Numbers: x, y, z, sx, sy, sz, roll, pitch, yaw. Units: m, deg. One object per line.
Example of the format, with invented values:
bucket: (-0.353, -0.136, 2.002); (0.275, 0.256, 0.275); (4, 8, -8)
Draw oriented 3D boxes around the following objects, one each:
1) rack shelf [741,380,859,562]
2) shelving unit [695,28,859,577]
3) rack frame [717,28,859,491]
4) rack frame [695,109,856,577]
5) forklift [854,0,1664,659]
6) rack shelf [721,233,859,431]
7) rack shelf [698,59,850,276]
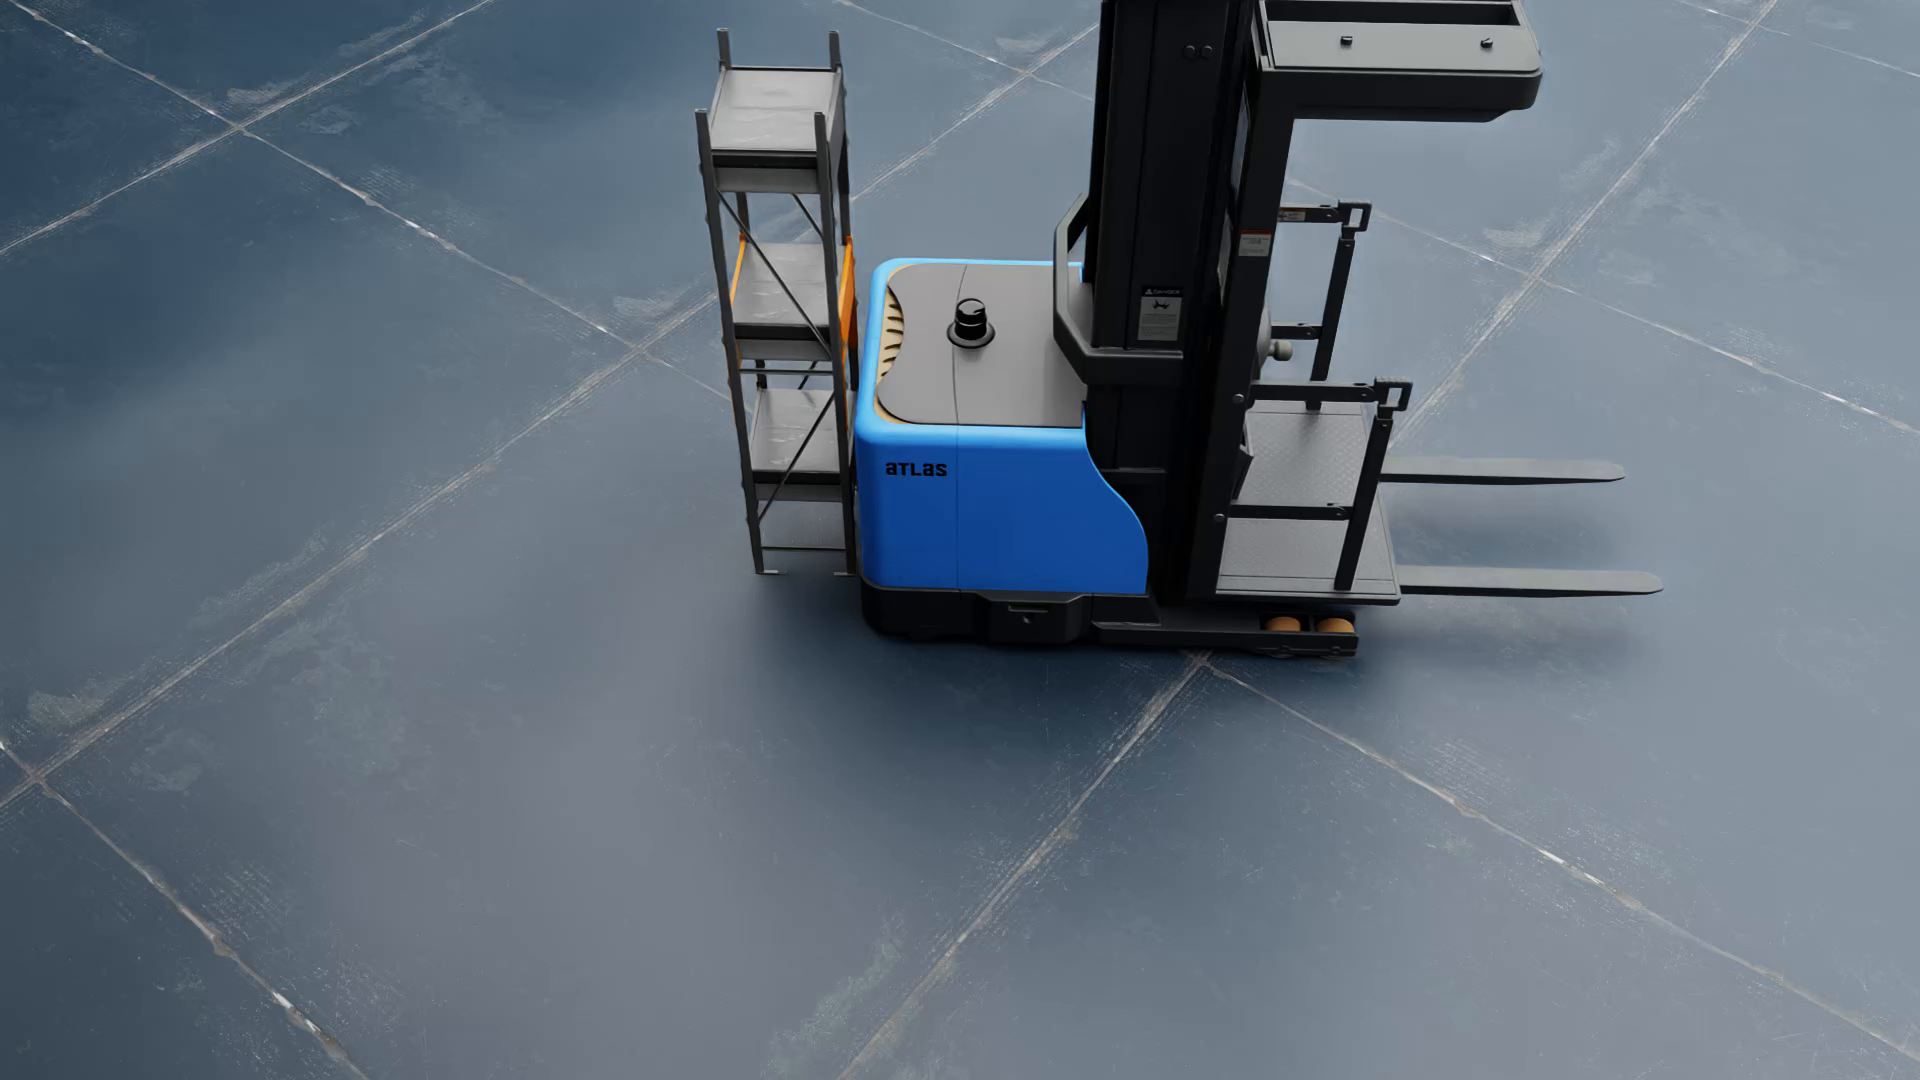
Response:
rack shelf: (-0.604, -0.272, 6.545); (0.431, 0.518, 0.480); (2, 46, 1)
shelving unit: (-0.604, -0.765, 6.029); (0.431, 2.100, 0.503); (2, 46, 1)
rack frame: (-0.595, -0.941, 6.197); (0.400, 2.100, 0.015); (2, 46, 1)
rack frame: (-0.613, -0.589, 5.860); (0.400, 2.100, 0.015); (2, 46, 1)
forklift: (1.153, -0.955, 5.635); (3.031, 2.935, 1.130); (2, 46, 1)
rack shelf: (-0.604, -0.755, 6.038); (0.431, 0.518, 0.480); (2, 46, 1)
rack shelf: (-0.604, -1.239, 5.532); (0.431, 0.518, 0.480); (2, 46, 1)
